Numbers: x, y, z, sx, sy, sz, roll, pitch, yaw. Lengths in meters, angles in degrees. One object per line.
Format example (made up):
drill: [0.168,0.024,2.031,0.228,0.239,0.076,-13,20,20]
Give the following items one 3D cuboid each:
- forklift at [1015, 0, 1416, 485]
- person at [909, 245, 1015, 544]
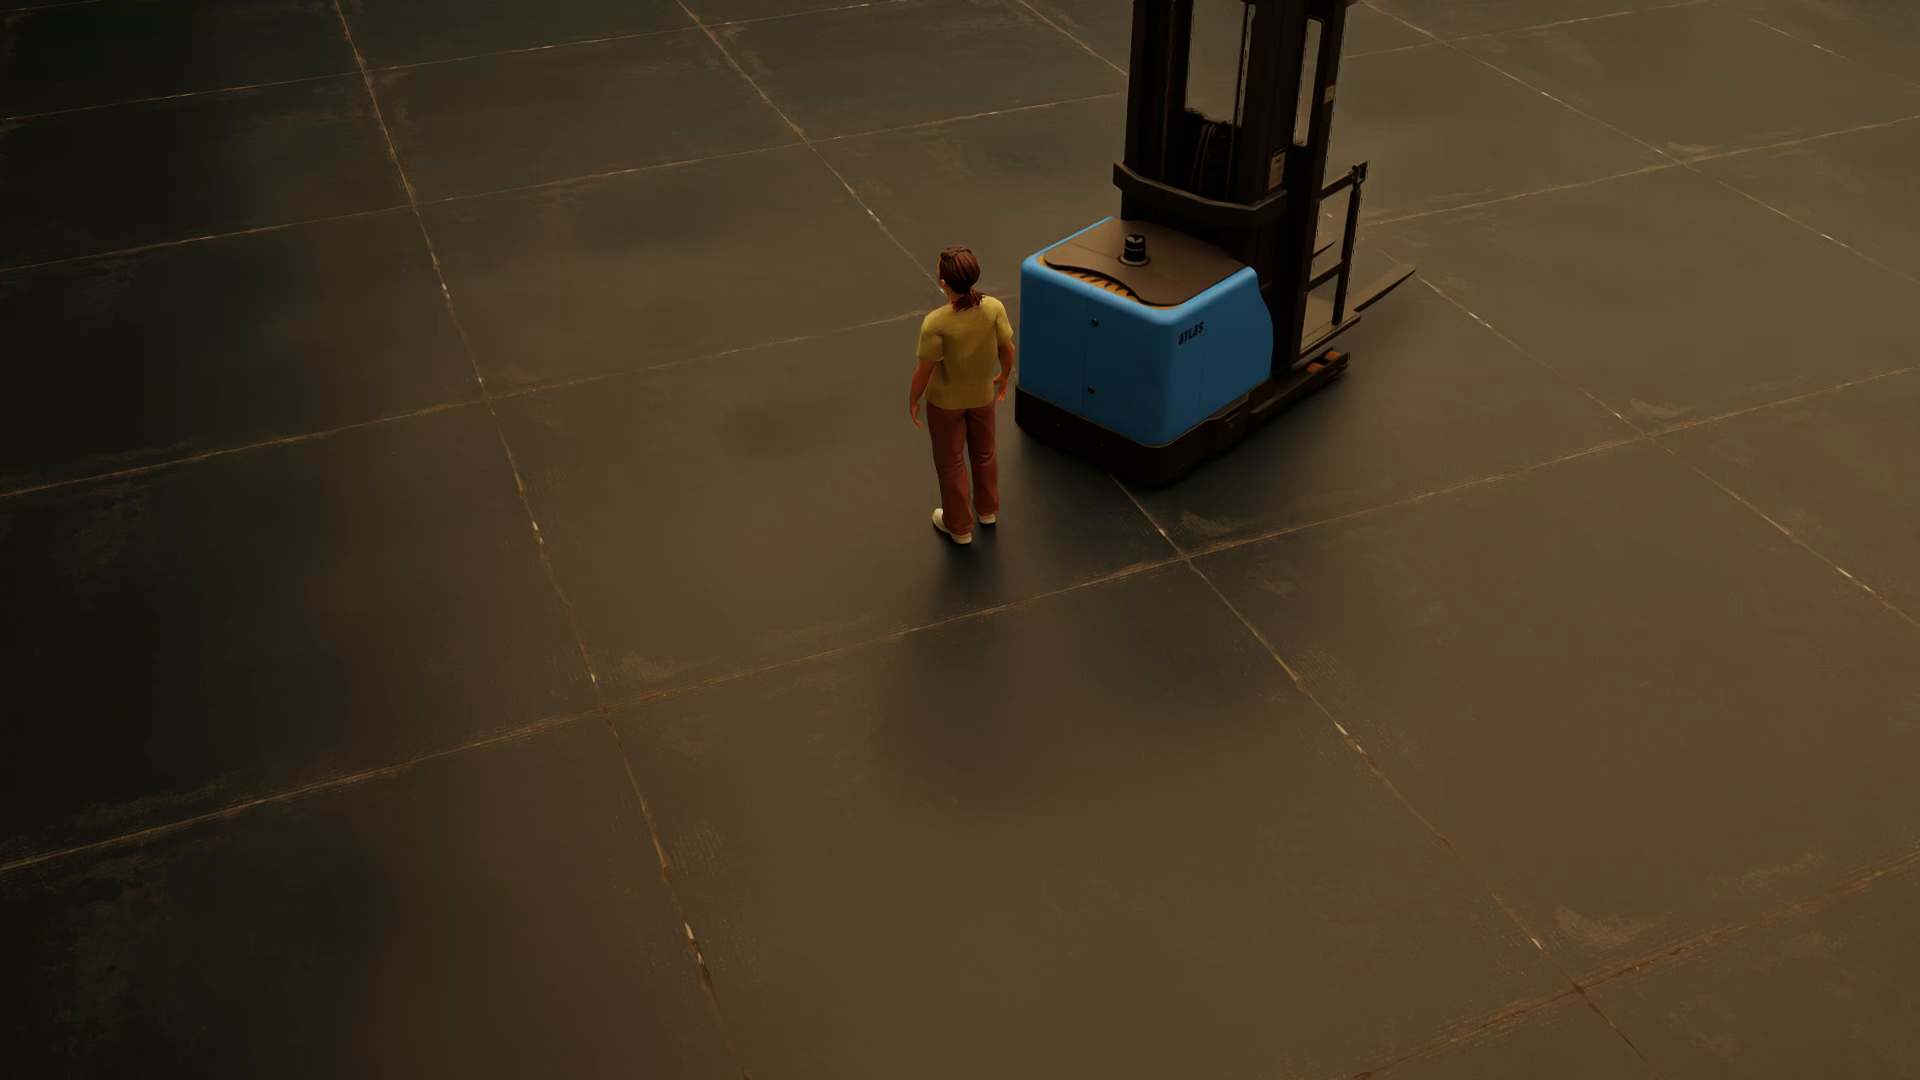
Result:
forklift: [1.676,-2.257,9.272,1.130,2.935,3.031,28,44,33]
person: [-0.019,-0.731,8.197,0.554,1.673,0.548,-14,38,-19]
